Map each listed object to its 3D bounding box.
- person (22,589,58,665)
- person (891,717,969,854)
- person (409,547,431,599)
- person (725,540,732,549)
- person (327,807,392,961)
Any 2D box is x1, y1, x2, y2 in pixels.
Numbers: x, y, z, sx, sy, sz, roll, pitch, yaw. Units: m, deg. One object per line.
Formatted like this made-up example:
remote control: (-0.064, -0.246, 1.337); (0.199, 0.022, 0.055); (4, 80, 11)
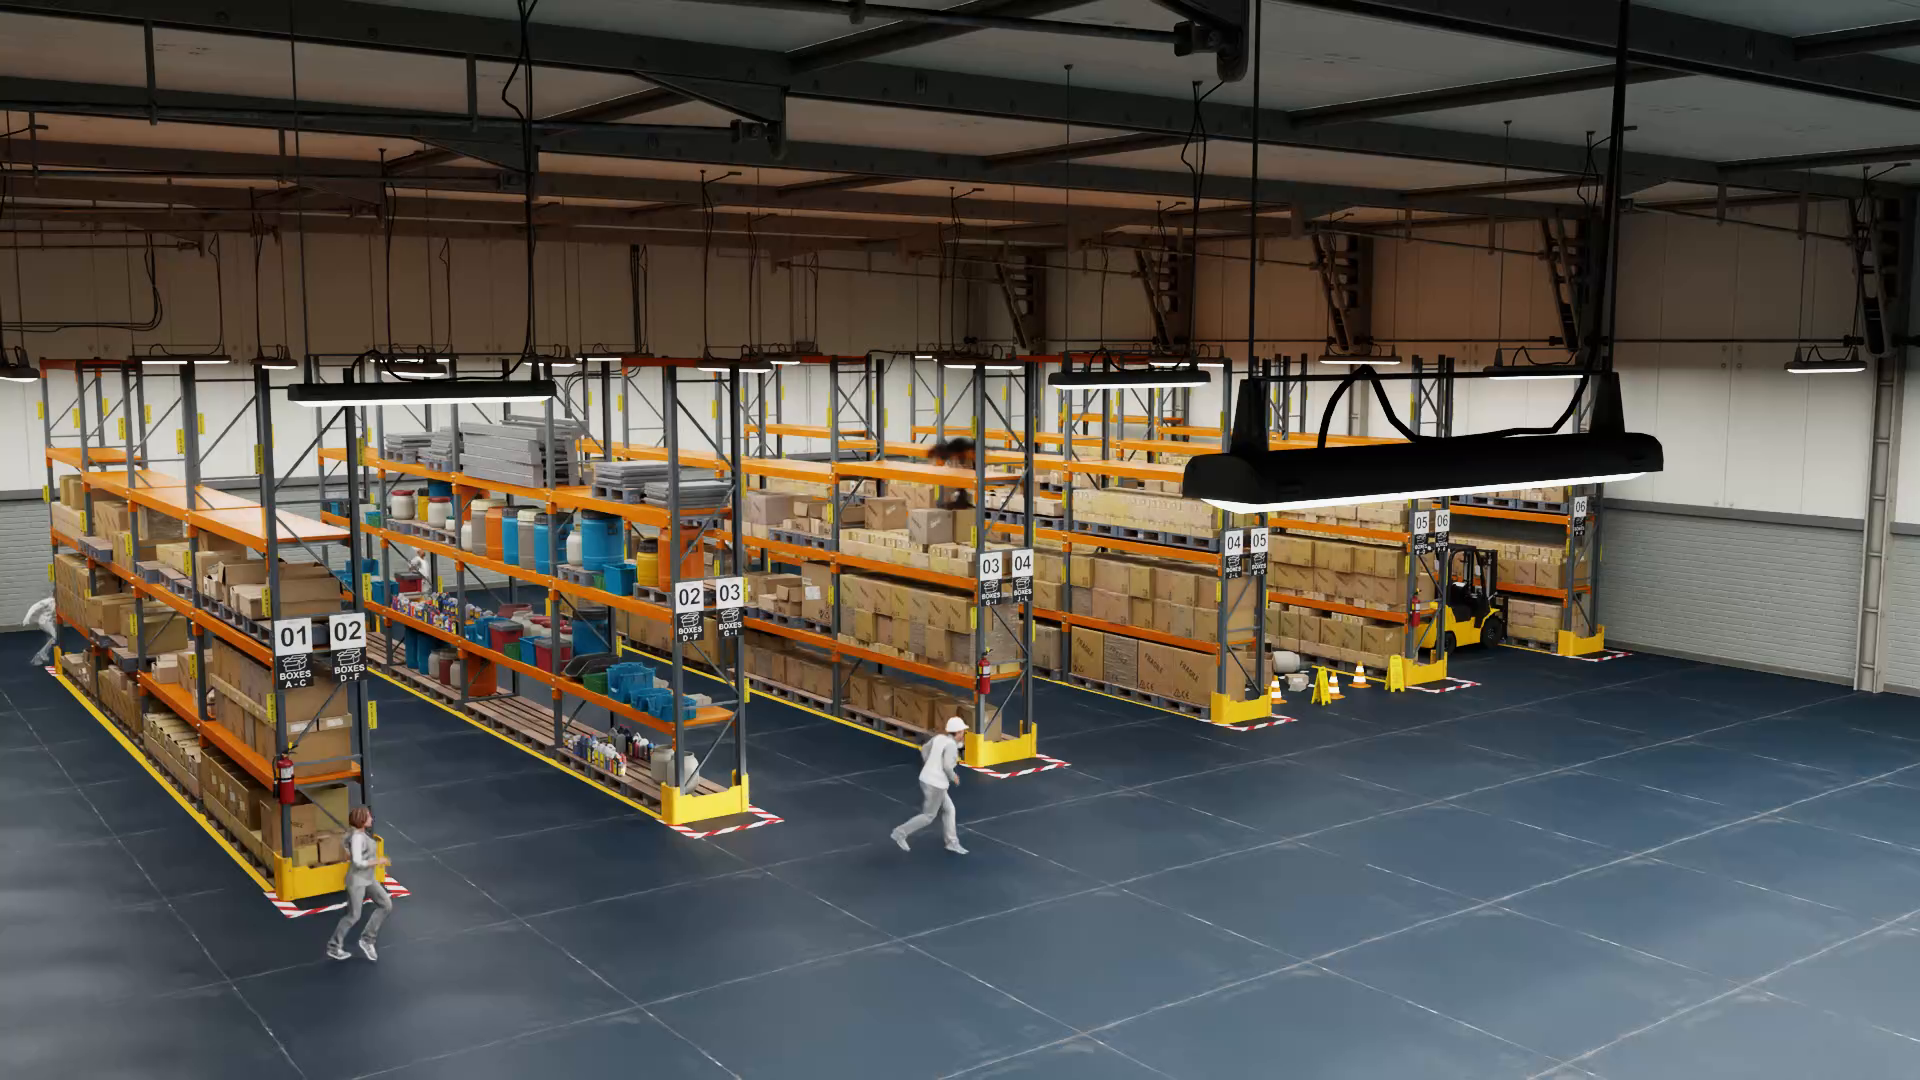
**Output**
person: (-17.844, 1.682, 32.619); (0.730, 1.511, 0.768); (1, 7, 12)
person: (-0.376, 3.057, 20.445); (1.020, 1.736, 0.686); (-3, 7, -22)
person: (-12.250, 0.969, 37.592); (0.786, 1.737, 0.745); (-1, 7, -8)
person: (-5.798, 0.486, 41.448); (0.648, 1.849, 0.784); (2, 7, 18)
person: (-6.153, 3.522, 17.019); (0.641, 1.576, 0.576); (0, 7, -3)
